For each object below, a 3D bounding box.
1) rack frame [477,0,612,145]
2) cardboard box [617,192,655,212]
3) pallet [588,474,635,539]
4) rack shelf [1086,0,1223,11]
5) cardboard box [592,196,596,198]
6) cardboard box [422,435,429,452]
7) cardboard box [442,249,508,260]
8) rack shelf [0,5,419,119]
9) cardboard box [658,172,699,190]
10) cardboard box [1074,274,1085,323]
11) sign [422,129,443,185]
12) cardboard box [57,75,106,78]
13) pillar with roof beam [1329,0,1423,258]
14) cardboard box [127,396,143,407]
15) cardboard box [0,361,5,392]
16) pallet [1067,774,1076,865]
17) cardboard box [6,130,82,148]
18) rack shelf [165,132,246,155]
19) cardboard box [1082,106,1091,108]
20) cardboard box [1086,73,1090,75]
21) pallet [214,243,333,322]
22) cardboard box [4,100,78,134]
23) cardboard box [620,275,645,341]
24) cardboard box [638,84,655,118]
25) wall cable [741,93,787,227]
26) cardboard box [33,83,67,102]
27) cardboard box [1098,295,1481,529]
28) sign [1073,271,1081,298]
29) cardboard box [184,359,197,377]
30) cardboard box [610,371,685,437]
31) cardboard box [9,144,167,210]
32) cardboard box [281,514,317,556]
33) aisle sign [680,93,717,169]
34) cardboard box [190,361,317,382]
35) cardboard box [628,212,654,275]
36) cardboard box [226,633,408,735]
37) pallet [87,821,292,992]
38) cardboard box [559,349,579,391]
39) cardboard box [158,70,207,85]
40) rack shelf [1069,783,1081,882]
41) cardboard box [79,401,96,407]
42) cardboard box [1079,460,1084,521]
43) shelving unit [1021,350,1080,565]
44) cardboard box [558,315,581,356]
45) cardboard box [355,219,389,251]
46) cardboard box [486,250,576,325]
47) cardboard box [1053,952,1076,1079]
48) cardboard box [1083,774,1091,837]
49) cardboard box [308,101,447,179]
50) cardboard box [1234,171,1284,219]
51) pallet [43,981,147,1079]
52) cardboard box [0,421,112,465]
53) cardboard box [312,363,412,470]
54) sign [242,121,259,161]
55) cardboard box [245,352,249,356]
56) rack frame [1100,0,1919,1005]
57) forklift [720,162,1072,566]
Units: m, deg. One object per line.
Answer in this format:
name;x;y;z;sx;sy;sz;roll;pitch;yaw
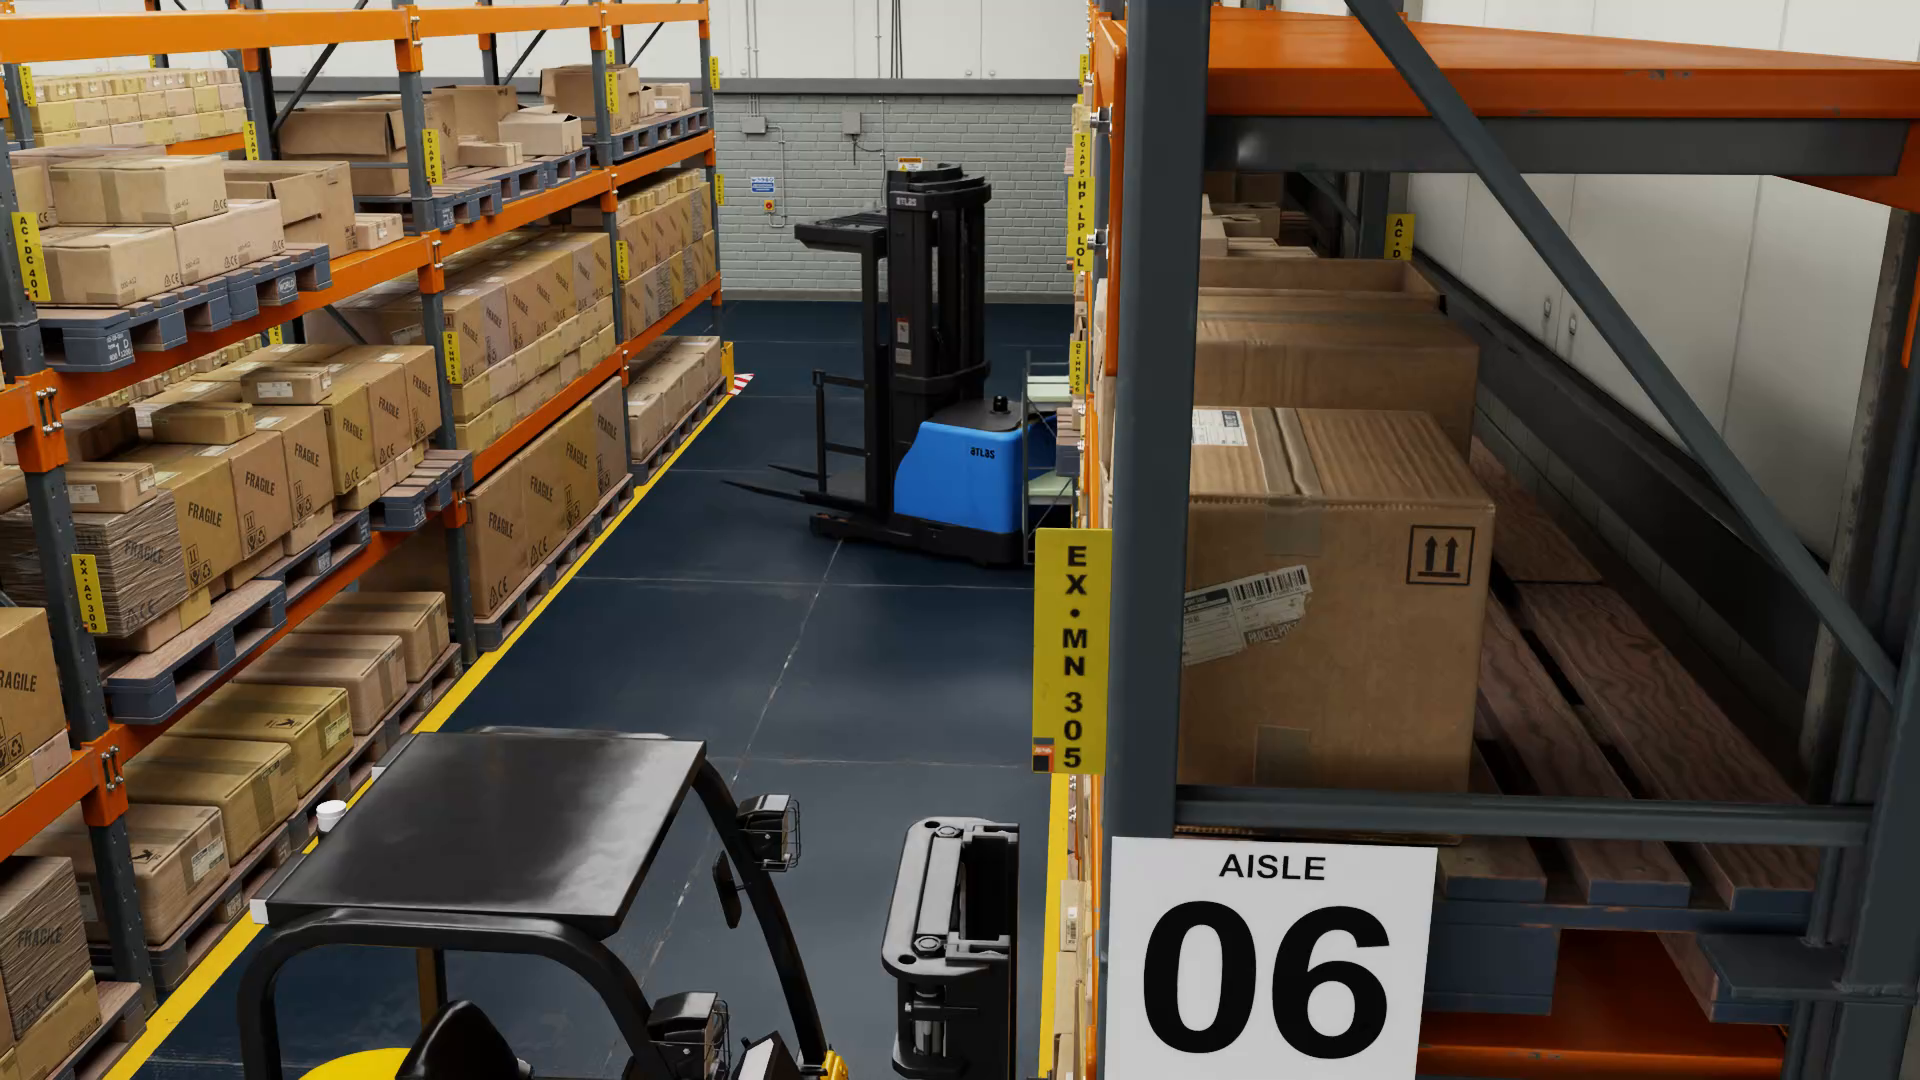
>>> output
rack frame;-3.409;-4.721;13.379;1.000;3.000;0.127;1;18;4
cardboard box;-3.022;-3.111;15.293;0.380;0.149;0.250;1;18;2
pallet;-3.389;-0.304;14.011;1.003;0.211;1.213;1;18;4
rack shelf;1.685;-4.889;15.053;1.077;0.370;4.000;1;18;4
cardboard box;-3.568;-3.118;15.314;0.380;0.149;0.250;1;18;3
cardboard box;-3.485;-0.601;10.169;0.380;0.149;0.250;2;18;6
cardboard box;-3.775;-1.948;12.785;0.500;0.500;0.500;1;18;3
rack shelf;-3.839;-2.326;7.866;1.077;0.370;4.000;1;18;4
cardboard box;-2.877;-3.666;16.986;0.380;0.149;0.250;1;18;3
cardboard box;1.284;-1.862;13.454;0.700;0.500;0.500;2;18;5
sign;-3.155;-2.286;9.935;0.100;0.325;0.005;1;18;4
cardboard box;-8.458;-4.396;16.001;0.380;0.149;0.250;2;18;6
pillar with roof beam;-2.233;-3.040;8.249;9.100;9.000;0.400;1;18;4
cardboard box;-8.076;-1.282;15.944;0.380;0.149;0.250;0;18;1
cardboard box;-3.701;-0.587;5.982;0.380;0.149;0.250;1;18;4
pallet;1.067;1.440;8.691;1.003;0.211;1.213;1;18;4
cardboard box;-8.057;-3.441;14.532;0.500;0.250;0.500;2;18;7
rack shelf;-8.210;-3.654;16.095;1.077;0.370;4.000;1;18;4
cardboard box;1.135;-3.288;12.913;0.380;0.149;0.250;2;18;5
cardboard box;1.491;-4.446;16.318;0.500;0.250;0.500;1;18;4
pallet;-3.761;-1.233;7.854;1.213;0.211;1.003;1;18;4
cardboard box;-8.080;-3.685;14.473;0.500;0.250;0.500;2;18;6
cardboard box;-3.114;-2.058;14.725;0.500;0.500;0.500;2;18;6
cardboard box;-3.280;-4.279;16.155;0.500;0.311;0.500;2;18;5
wall cable;-2.742;-5.362;23.288;0.585;1.953;0.123;1;18;4
cardboard box;-8.039;-3.899;14.486;0.380;0.149;0.250;1;18;2
cardboard box;0.643;-0.212;3.441;0.700;0.500;0.500;1;18;4
sign;1.000;-2.182;13.874;0.100;0.325;0.005;1;18;4
cardboard box;-7.994;-1.746;16.883;0.380;0.149;0.250;1;18;2
cardboard box;-3.194;-1.323;16.083;0.875;0.438;0.875;1;18;2
cardboard box;-4.017;-1.677;7.670;0.500;0.250;0.500;2;18;5
cardboard box;-3.507;-0.034;8.440;0.380;0.149;0.250;2;18;6
aisle sign;-2.808;-4.363;17.747;0.394;0.787;0.004;1;18;4
cardboard box;-3.989;-0.720;9.489;0.500;0.500;0.500;2;18;7
cardboard box;-3.091;-2.692;15.055;0.500;0.500;0.500;1;18;3
cardboard box;-3.791;0.826;9.631;0.950;0.372;0.625;1;18;3
pallet;-3.928;1.698;7.903;1.003;0.211;1.213;1;18;4
cardboard box;-3.283;-1.340;12.935;0.500;0.250;0.500;1;18;2
cardboard box;-7.931;-4.709;16.957;0.380;0.149;0.250;1;18;2
rack shelf;0.825;1.687;4.612;1.077;0.370;4.000;1;18;4
cardboard box;-8.123;-1.179;15.153;0.380;0.149;0.250;2;18;6
cardboard box;0.887;-0.235;8.759;0.500;0.250;0.500;1;18;3
shelving unit;0.697;-0.639;12.713;0.431;1.500;0.755;0;17;4
cardboard box;-3.258;-1.578;12.859;0.500;0.250;0.500;2;18;5
cardboard box;-3.519;-1.754;9.545;0.380;0.149;0.250;1;18;4
cardboard box;-3.277;-1.931;12.731;0.500;0.500;0.500;2;18;6
cardboard box;0.574;1.658;5.682;0.500;0.250;0.500;1;18;4
cardboard box;0.563;0.780;5.023;0.380;0.149;0.250;1;18;3
cardboard box;-3.815;-2.612;10.925;0.700;0.500;0.500;0;18;1
cardboard box;1.459;-1.889;8.958;0.500;0.250;0.500;1;18;4
pallet;-3.996;2.149;6.526;1.003;0.211;1.213;1;18;4
cardboard box;-4.139;-0.445;7.609;0.380;0.149;0.250;1;18;2
cardboard box;-3.477;-0.708;9.454;0.500;0.500;0.500;1;18;3
sign;-4.249;-2.352;10.008;0.100;0.325;0.005;1;18;4
cardboard box;-7.893;-1.927;17.914;0.380;0.149;0.250;1;18;3
rack frame;0.682;-0.884;1.670;1.000;3.000;0.127;1;18;4
forklift;-0.618;-1.526;13.373;3.031;2.935;1.130;12;21;32
